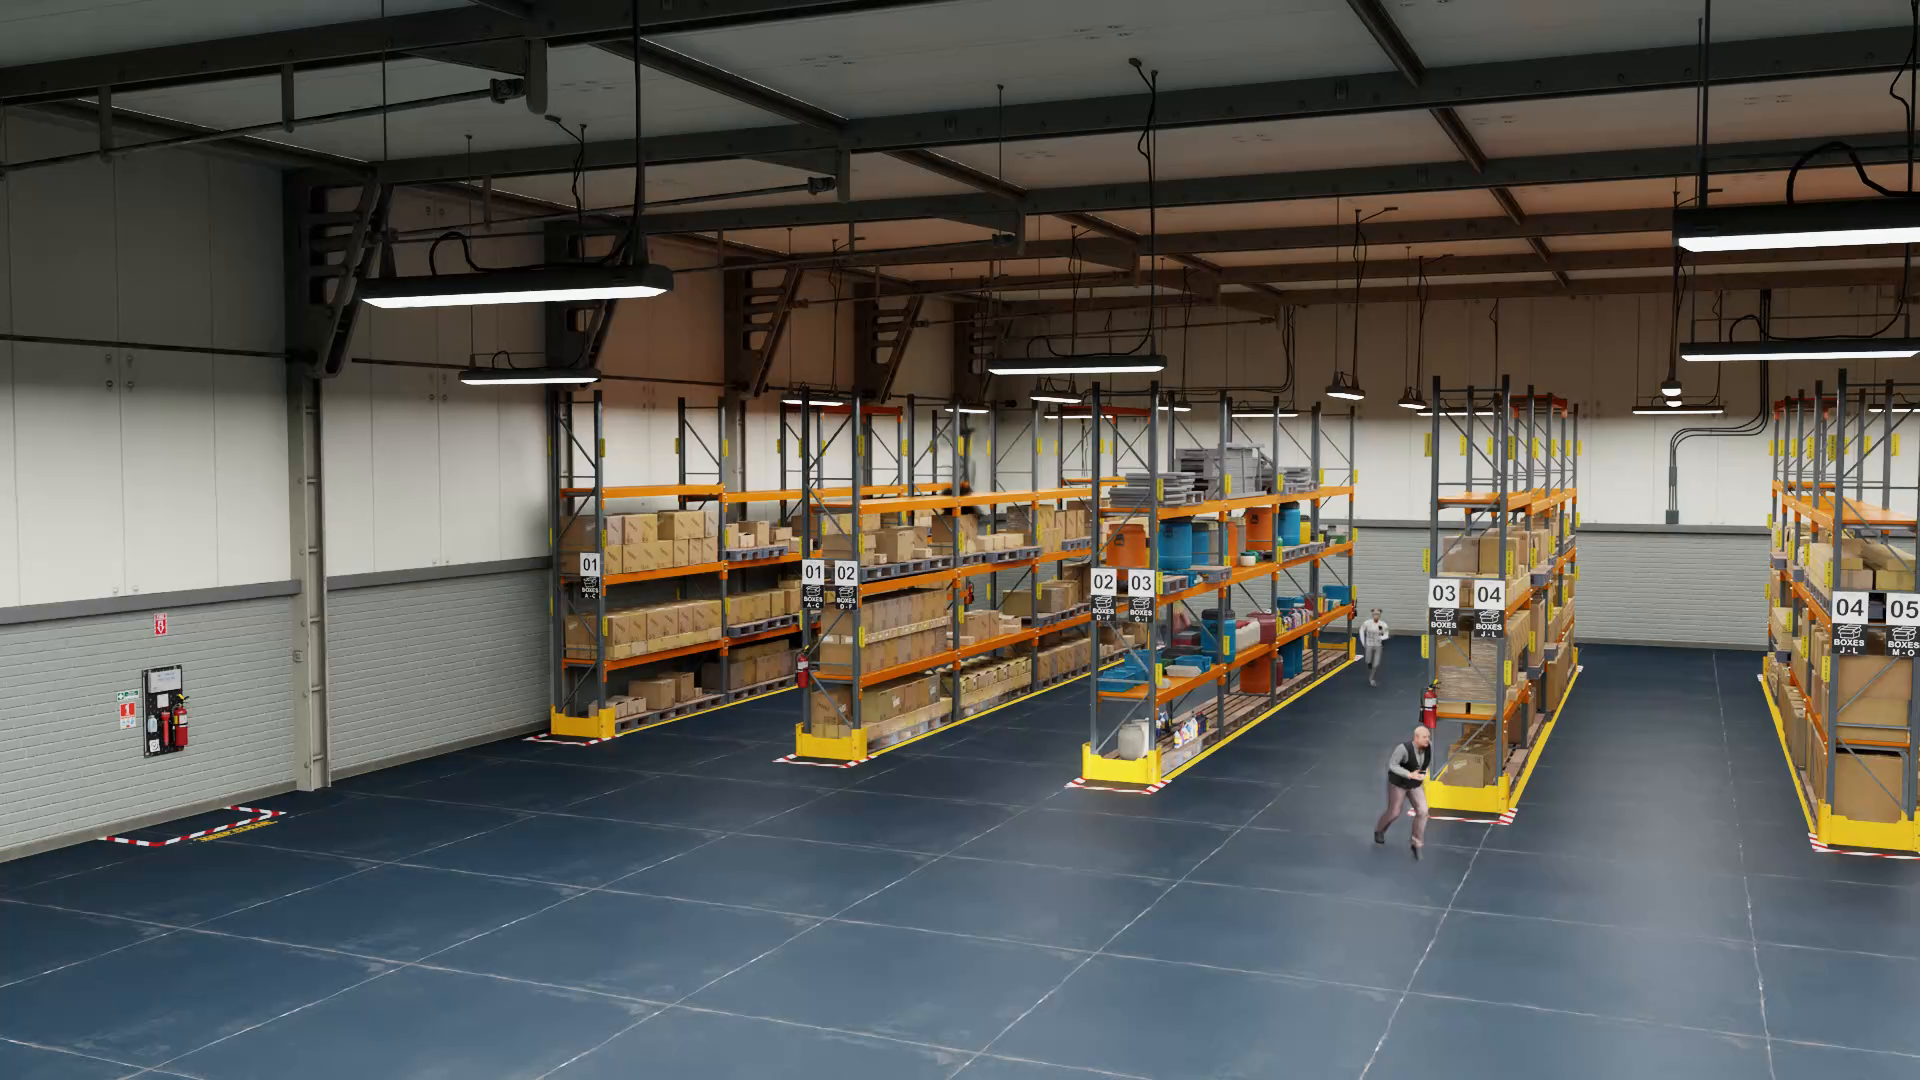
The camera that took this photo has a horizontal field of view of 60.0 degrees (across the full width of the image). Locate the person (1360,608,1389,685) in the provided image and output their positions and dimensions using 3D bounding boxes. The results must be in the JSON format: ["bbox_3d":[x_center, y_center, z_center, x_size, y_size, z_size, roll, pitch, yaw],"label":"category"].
[{"bbox_3d":[8.712,2.243,35.000,0.610,1.646,0.598,1,3,17],"label":"person"}]

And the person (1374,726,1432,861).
[{"bbox_3d":[5.470,3.079,20.525,0.701,1.682,0.986,-1,3,-23],"label":"person"}]

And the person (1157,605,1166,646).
[{"bbox_3d":[4.904,1.868,42.290,0.757,1.623,0.565,2,4,29],"label":"person"}]

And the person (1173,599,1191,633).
[{"bbox_3d":[5.532,1.865,41.935,0.597,1.633,0.596,-1,3,-24],"label":"person"}]
